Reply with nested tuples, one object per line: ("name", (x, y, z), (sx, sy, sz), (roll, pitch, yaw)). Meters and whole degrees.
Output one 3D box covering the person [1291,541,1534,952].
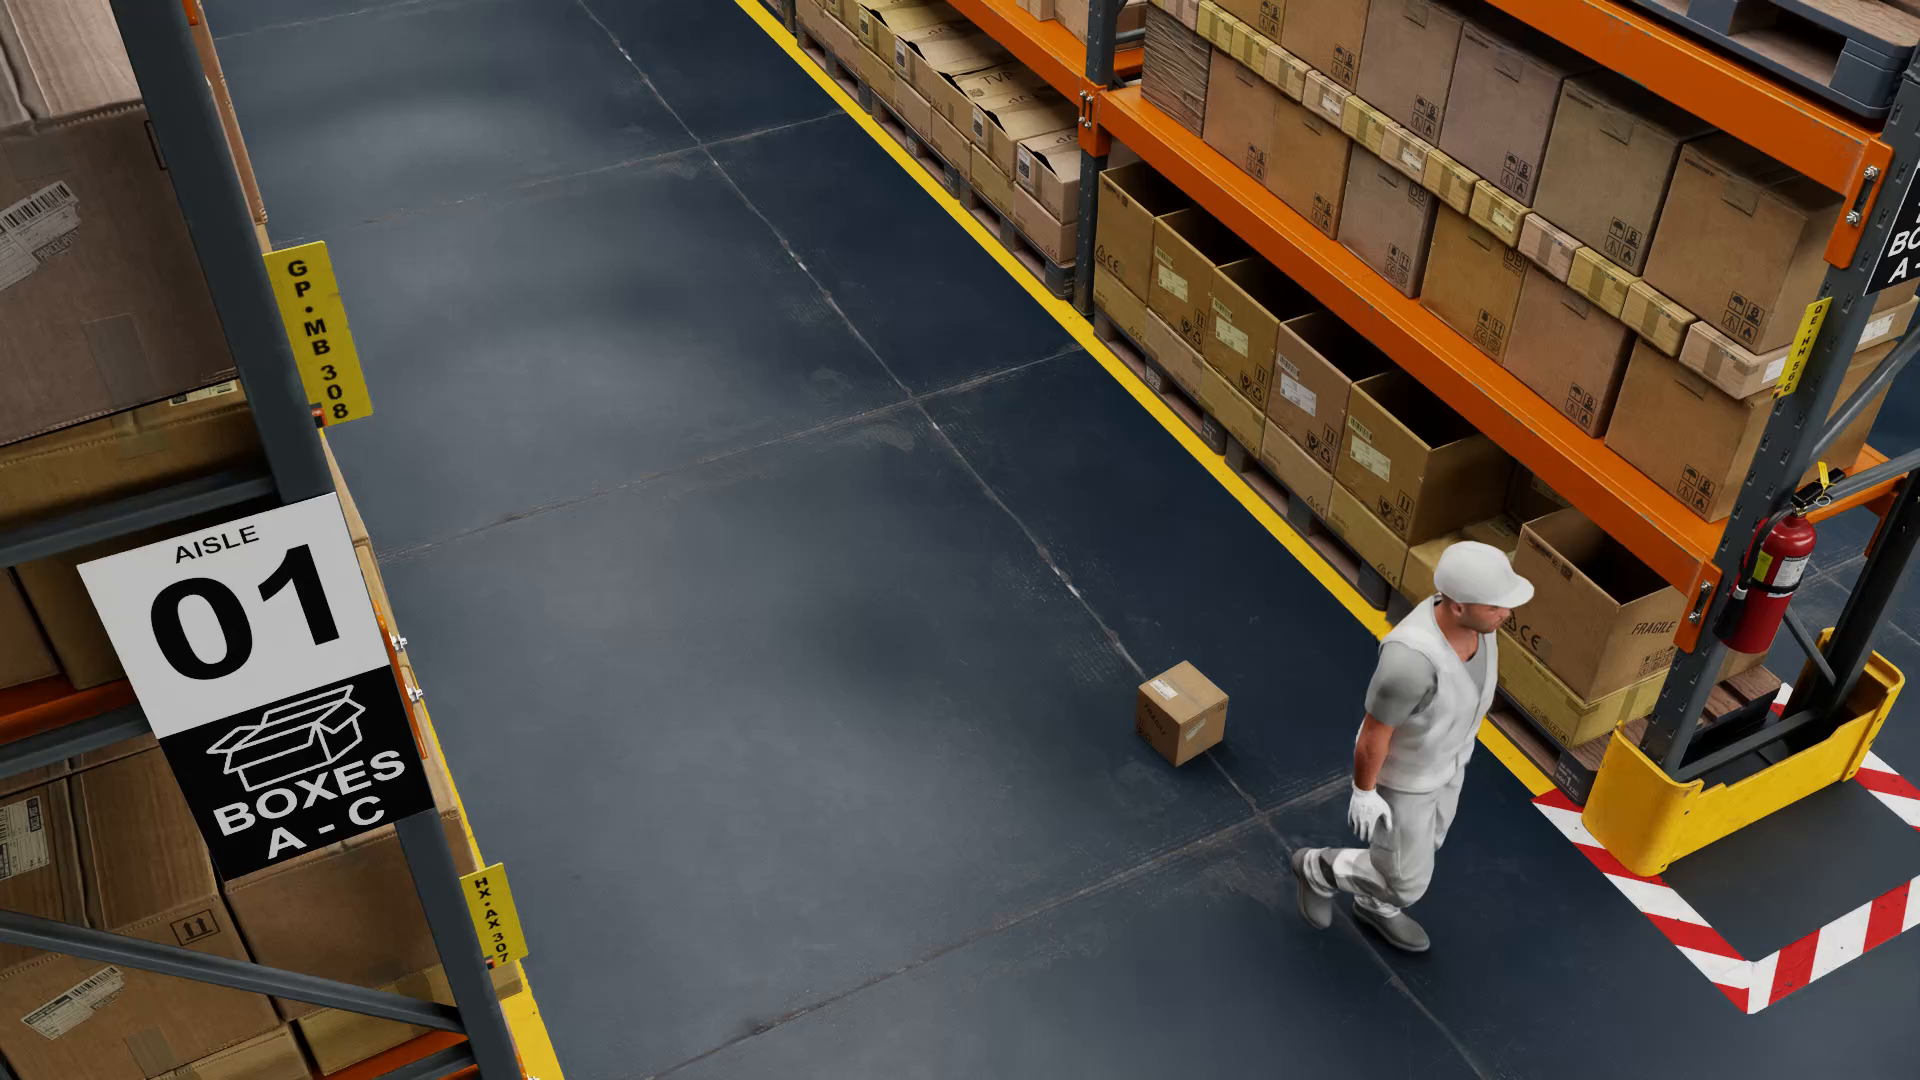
("person", (1.409, 0.686, 5.302), (0.502, 1.779, 0.585), (33, 51, 32))
